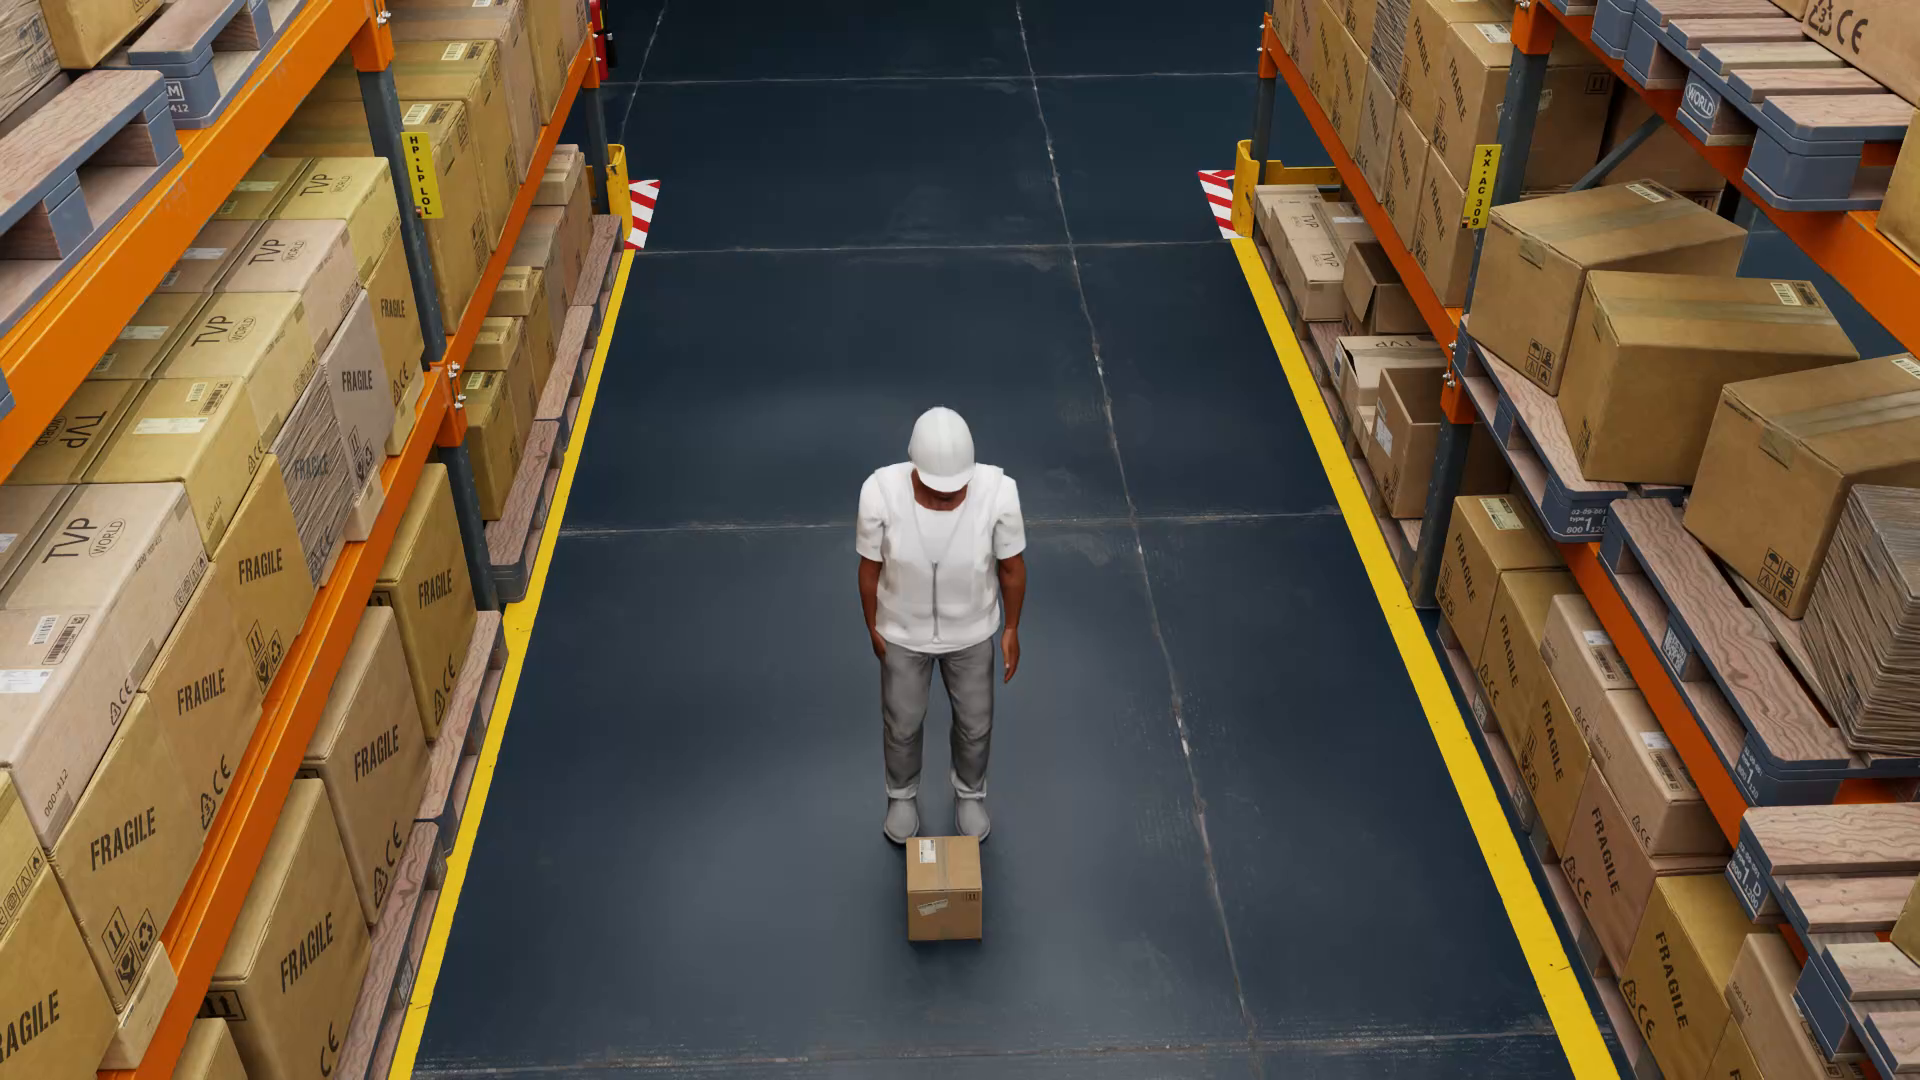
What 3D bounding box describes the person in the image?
[{"bbox_3d":[-0.062,0.305,5.701,0.571,1.757,0.379,-1,35,-1],"label":"person"}]
